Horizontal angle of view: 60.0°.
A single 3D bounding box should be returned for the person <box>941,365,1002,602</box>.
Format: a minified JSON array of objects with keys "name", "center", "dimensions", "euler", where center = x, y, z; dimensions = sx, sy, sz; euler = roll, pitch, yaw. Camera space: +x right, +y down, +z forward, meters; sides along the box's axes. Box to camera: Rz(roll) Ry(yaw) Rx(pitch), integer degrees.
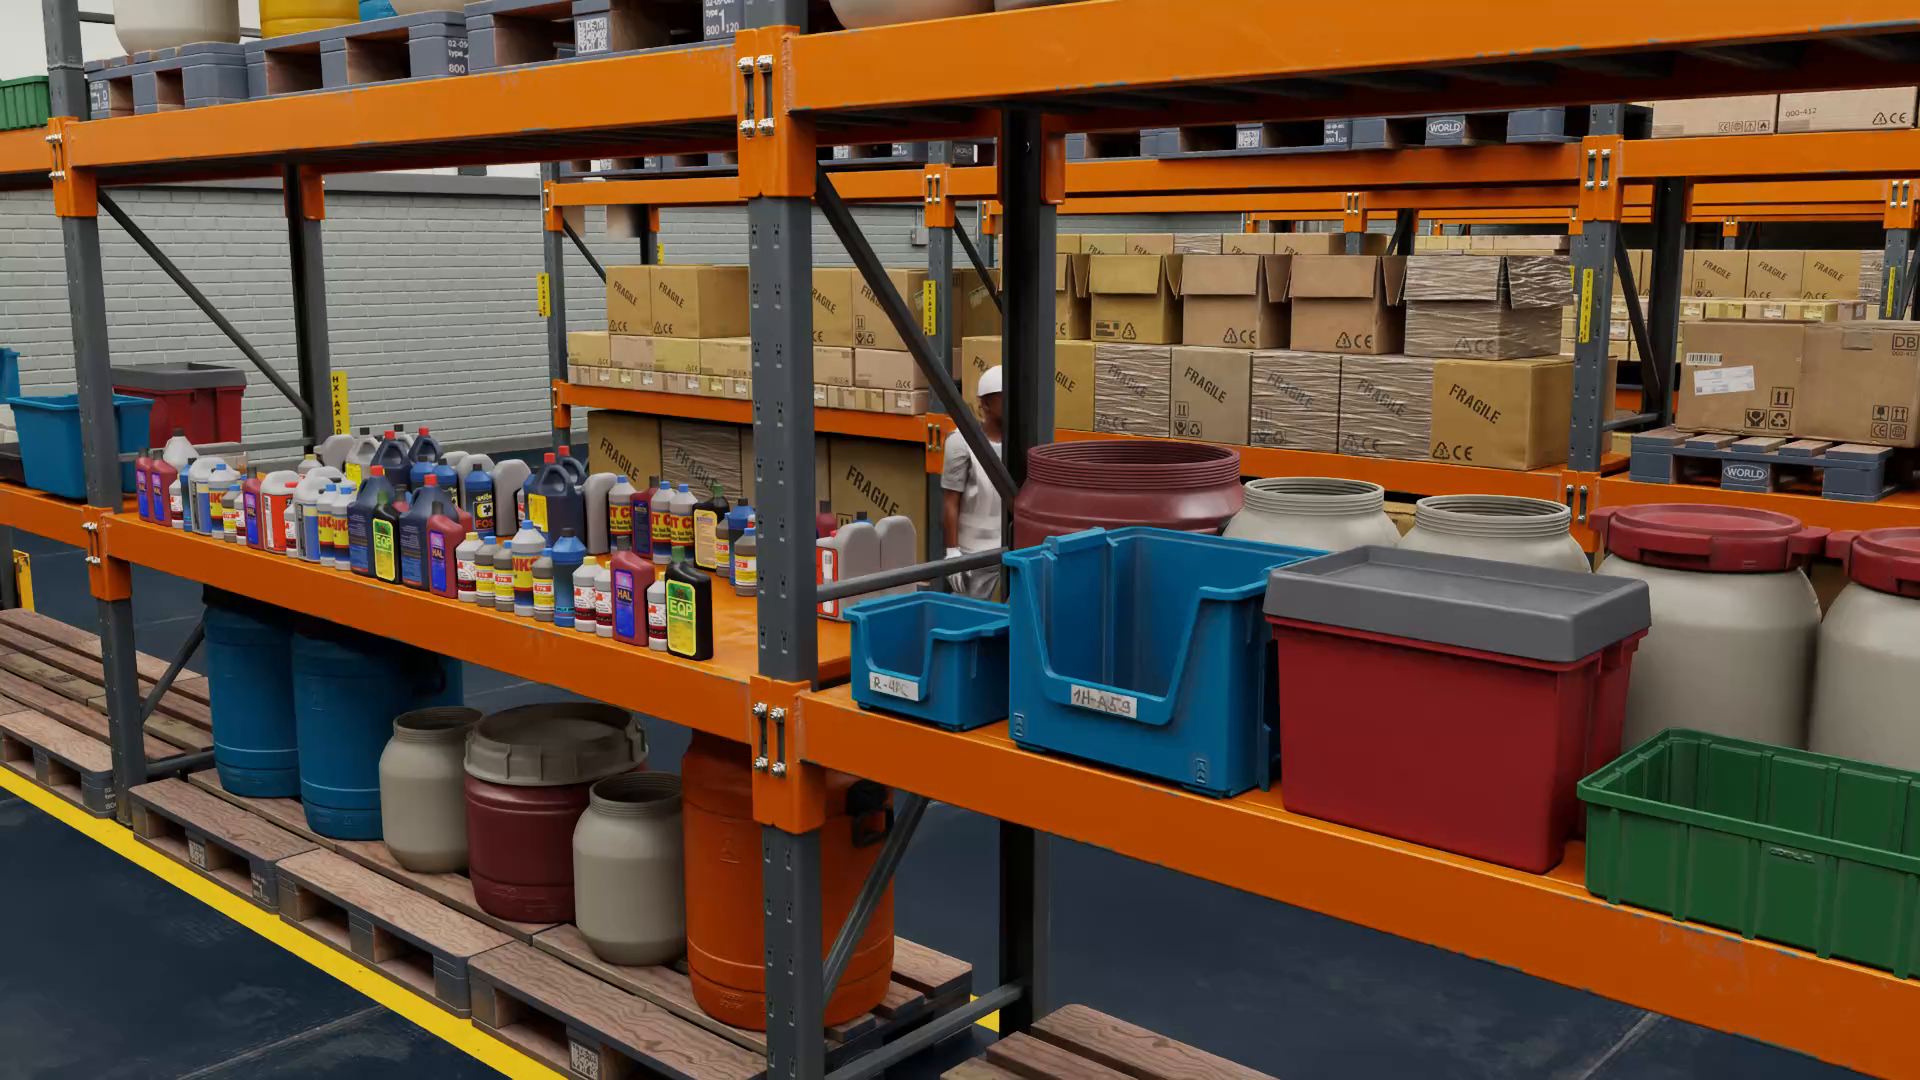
[{"name":"person","center":[0.250,0.050,7.950],"dimensions":[0.703,1.767,0.673],"euler":[-4,11,-23]}]
